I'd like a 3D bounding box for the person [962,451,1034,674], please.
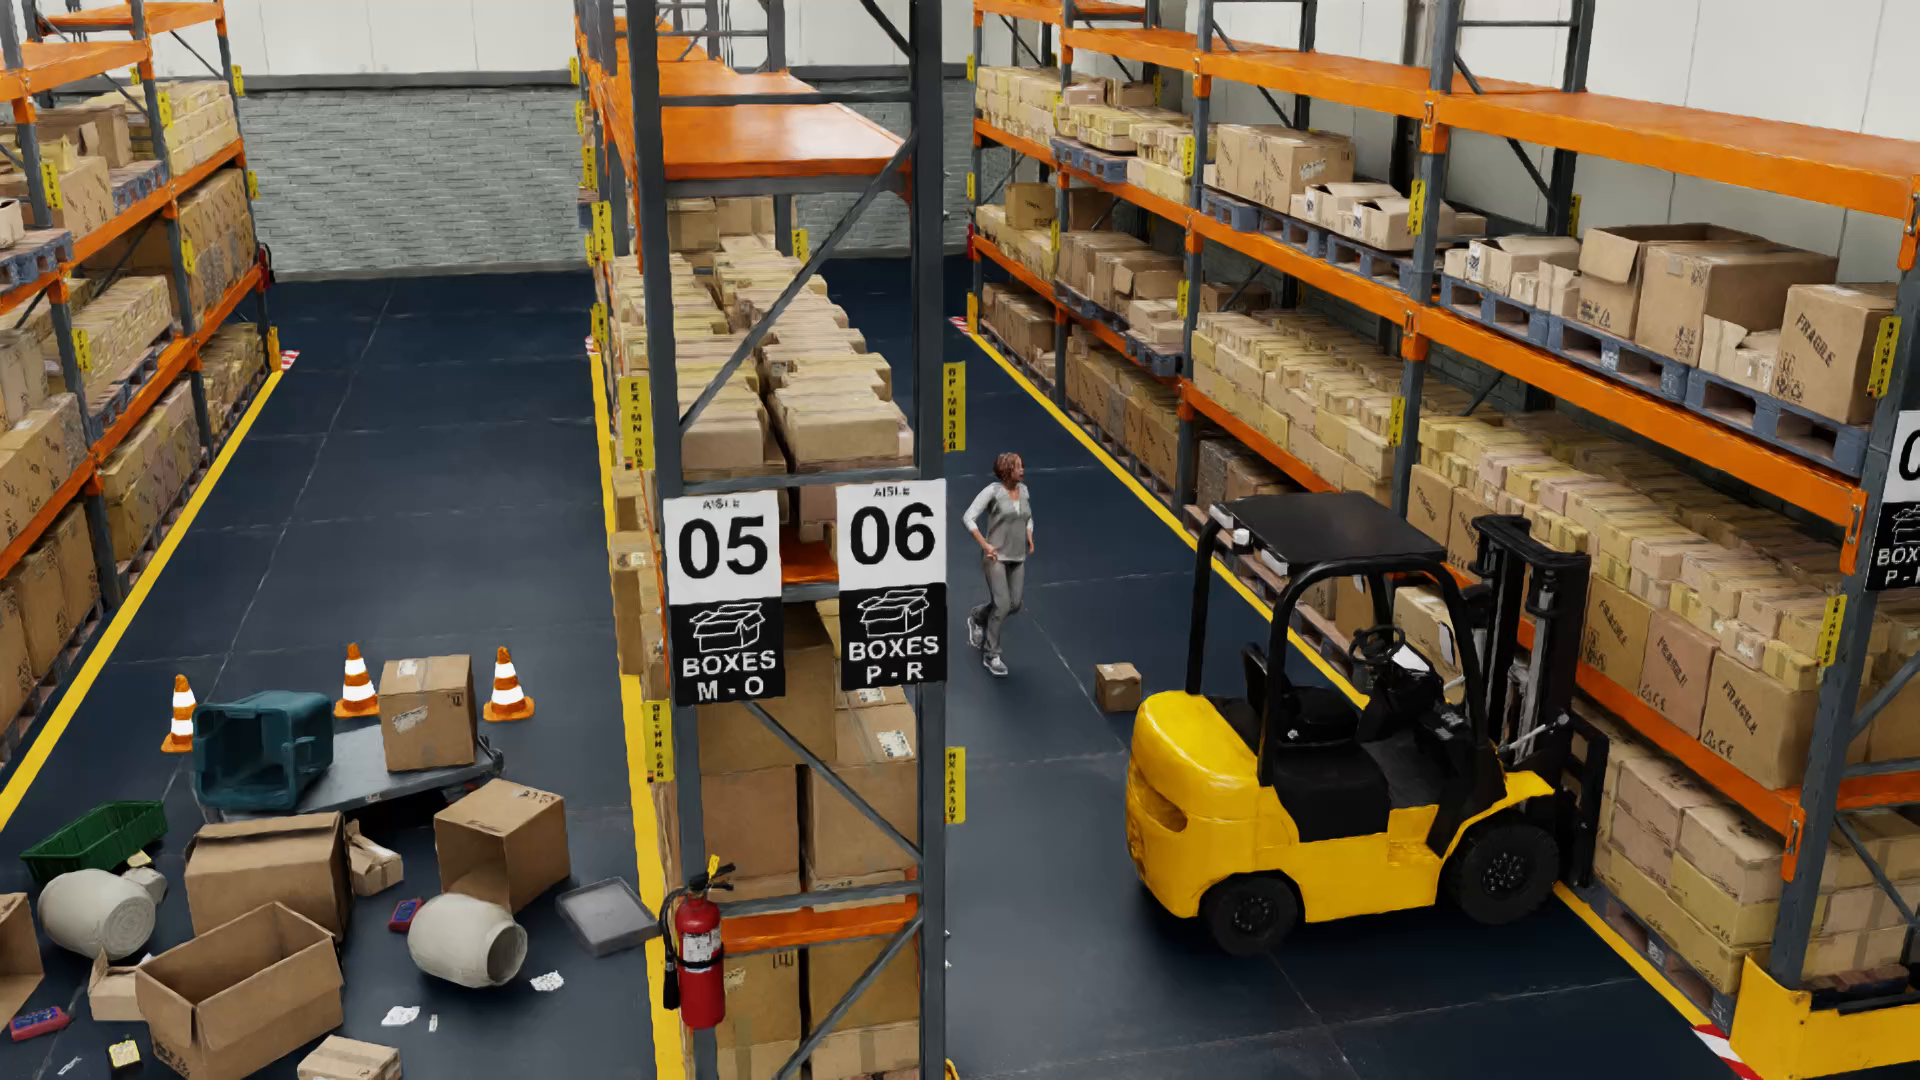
[{"bbox_3d":[0.324,0.133,12.042,0.582,1.543,0.604,-13,24,-33],"label":"person"}]
